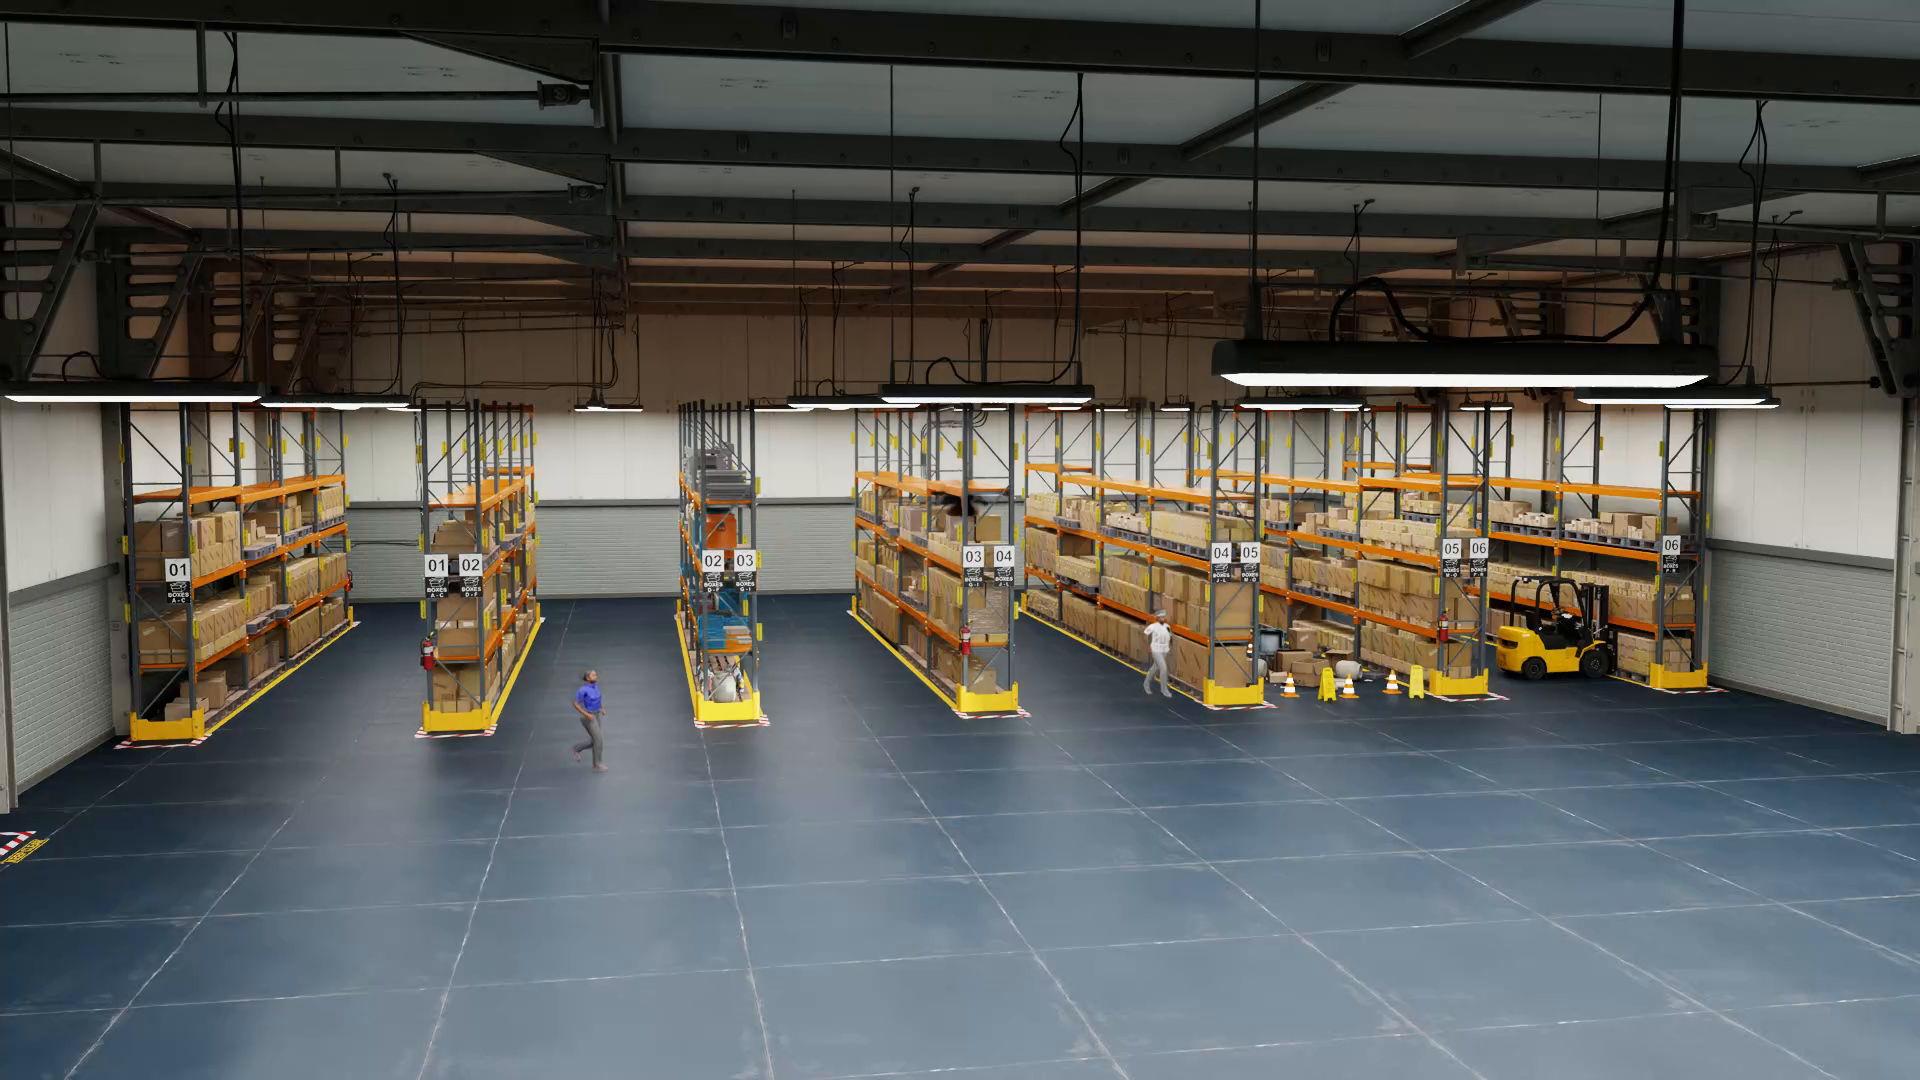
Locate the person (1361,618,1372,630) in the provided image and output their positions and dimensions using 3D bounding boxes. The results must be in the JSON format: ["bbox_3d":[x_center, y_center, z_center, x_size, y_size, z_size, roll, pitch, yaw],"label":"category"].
[{"bbox_3d":[10.618,1.671,43.083,0.381,1.552,1.045,-1,5,-17],"label":"person"}]

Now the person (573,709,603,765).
[{"bbox_3d":[-6.008,3.165,26.846,0.623,0.909,0.369,1,5,17],"label":"person"}]

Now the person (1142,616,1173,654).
[{"bbox_3d":[3.935,1.818,32.545,0.595,0.818,0.510,-3,5,-36],"label":"person"}]
